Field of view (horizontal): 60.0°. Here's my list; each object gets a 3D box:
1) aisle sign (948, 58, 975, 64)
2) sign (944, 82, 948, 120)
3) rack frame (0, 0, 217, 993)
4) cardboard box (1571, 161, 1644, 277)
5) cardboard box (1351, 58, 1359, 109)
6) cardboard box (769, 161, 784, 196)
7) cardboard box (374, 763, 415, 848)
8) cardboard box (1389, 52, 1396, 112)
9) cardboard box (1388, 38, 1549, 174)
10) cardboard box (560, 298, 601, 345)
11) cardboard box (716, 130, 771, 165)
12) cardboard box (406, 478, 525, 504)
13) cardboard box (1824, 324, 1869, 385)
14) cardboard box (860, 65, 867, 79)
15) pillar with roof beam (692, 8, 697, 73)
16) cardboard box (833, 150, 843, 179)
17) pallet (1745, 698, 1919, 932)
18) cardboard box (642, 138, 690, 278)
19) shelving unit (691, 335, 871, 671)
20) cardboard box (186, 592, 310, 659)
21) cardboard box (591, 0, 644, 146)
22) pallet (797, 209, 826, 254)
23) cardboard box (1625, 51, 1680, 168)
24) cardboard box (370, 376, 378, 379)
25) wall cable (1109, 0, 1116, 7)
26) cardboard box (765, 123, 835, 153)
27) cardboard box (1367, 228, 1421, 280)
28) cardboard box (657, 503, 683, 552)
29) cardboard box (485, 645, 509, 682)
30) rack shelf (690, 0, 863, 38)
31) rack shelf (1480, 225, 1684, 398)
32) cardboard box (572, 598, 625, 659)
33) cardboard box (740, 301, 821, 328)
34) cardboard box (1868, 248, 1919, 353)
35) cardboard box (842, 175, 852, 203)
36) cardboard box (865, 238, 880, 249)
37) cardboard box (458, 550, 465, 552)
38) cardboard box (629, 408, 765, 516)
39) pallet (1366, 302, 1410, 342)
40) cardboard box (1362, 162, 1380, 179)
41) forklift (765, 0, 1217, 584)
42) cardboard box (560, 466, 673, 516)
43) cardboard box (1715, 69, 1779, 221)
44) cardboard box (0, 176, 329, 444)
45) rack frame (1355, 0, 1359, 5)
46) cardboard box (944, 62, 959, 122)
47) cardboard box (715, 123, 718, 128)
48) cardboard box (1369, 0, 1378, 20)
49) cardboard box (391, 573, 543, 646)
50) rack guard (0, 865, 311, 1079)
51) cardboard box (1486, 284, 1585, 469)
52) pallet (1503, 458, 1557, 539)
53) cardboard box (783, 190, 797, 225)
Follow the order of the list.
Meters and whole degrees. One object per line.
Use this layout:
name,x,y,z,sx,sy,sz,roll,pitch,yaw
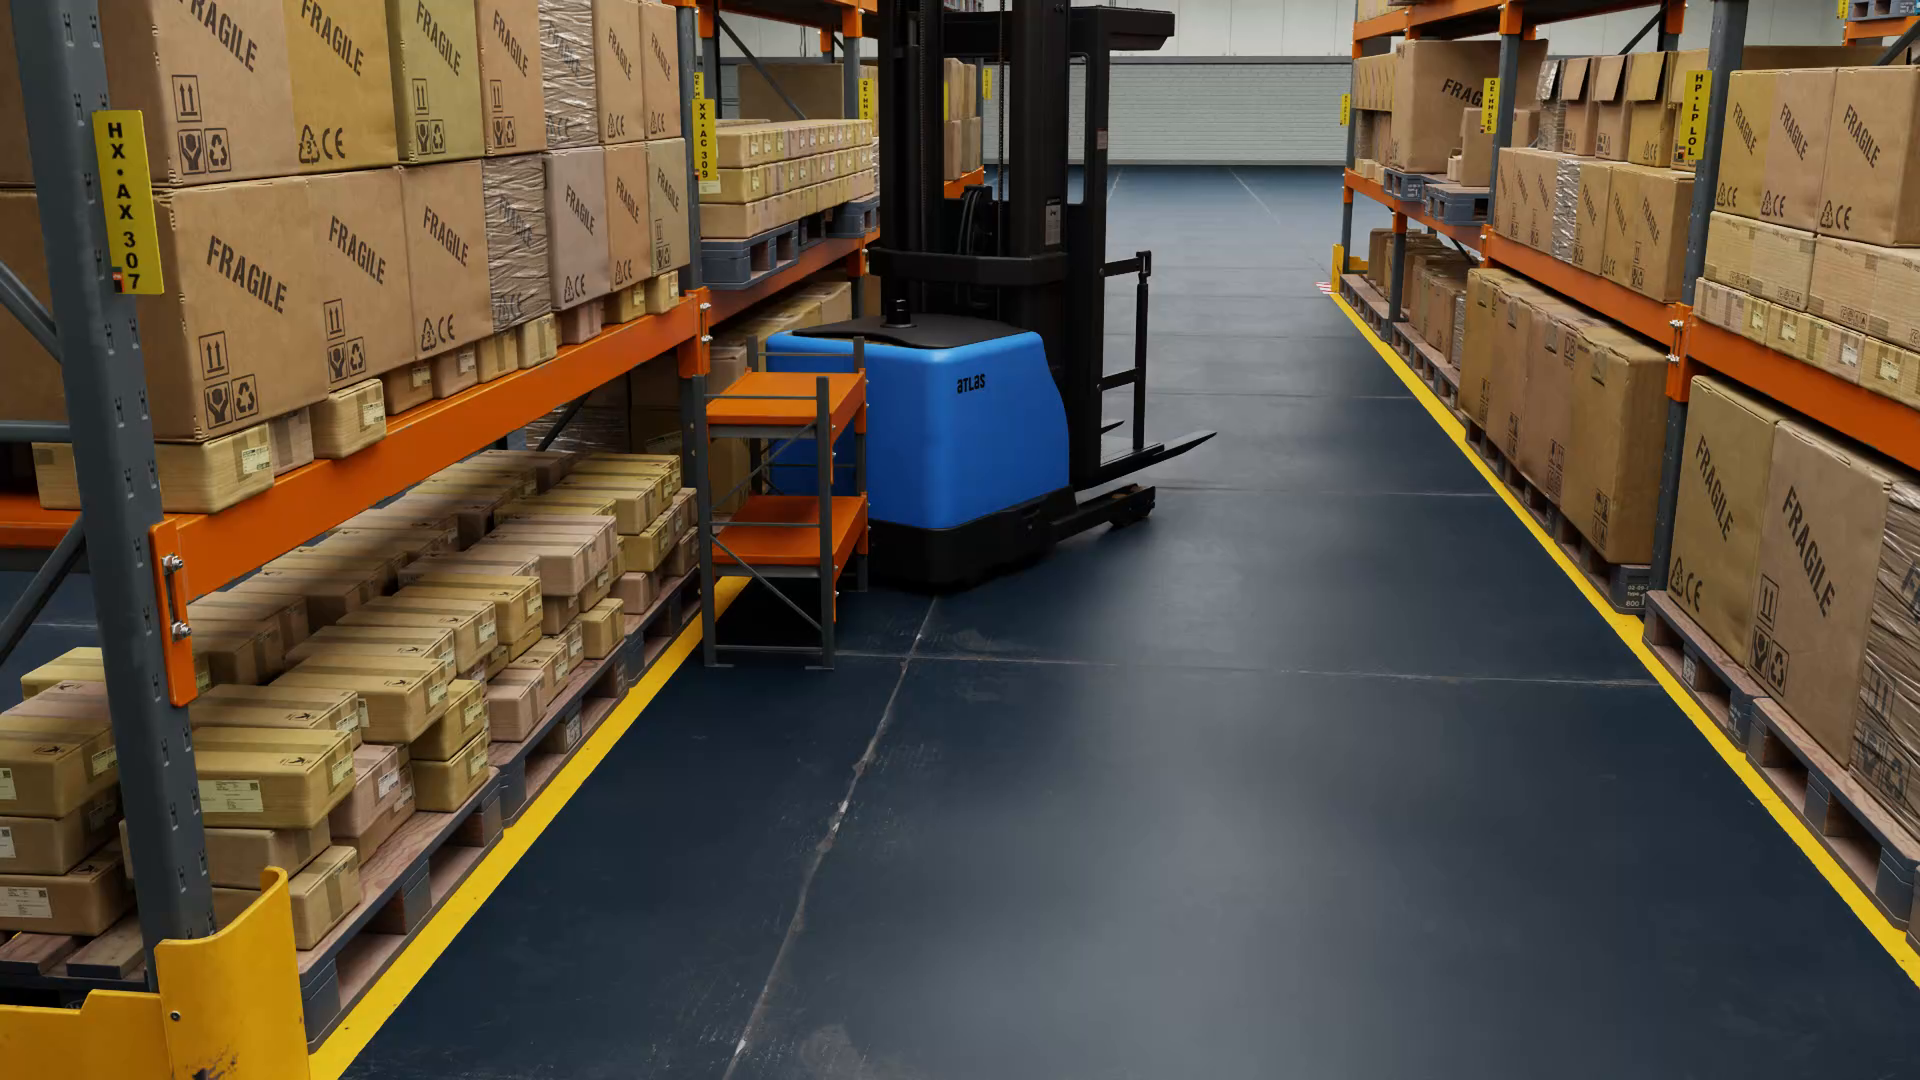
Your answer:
aisle sign,0.065,-5.621,18.222,0.394,0.787,0.004,2,15,6
sign,-0.152,-3.826,14.499,0.100,0.325,0.005,2,15,6
rack frame,-2.044,-0.207,3.179,0.949,2.616,0.053,2,15,6
cardboard box,3.218,-1.513,7.820,0.500,0.500,0.500,2,15,6
cardboard box,4.343,-4.724,17.209,0.500,0.500,0.500,2,15,6
cardboard box,-1.038,-1.692,7.780,0.380,0.149,0.250,2,15,8
cardboard box,-1.700,0.706,4.463,0.380,0.149,0.250,2,15,7
cardboard box,4.001,-3.946,14.332,0.500,0.500,0.500,2,15,6
cardboard box,3.995,-3.437,13.172,1.000,1.000,1.000,2,15,7
cardboard box,-1.460,-0.767,5.732,0.380,0.149,0.250,1,15,4
cardboard box,-1.069,-1.774,7.512,0.380,0.149,0.250,2,15,8
cardboard box,-1.910,-0.138,6.442,0.380,0.149,0.250,1,15,5
cardboard box,2.812,-0.547,4.921,0.380,0.149,0.250,2,15,7
cardboard box,-1.028,-3.060,11.624,0.700,0.500,0.500,1,15,5
pillar with roof beam,-3.415,-15.017,46.459,9.100,9.000,0.400,2,15,6
cardboard box,-0.862,-2.098,9.281,0.380,0.149,0.250,2,15,6
pallet,3.023,0.787,4.849,1.003,0.211,1.213,2,15,6
cardboard box,-1.369,-1.302,6.470,0.500,0.500,0.500,2,15,6
shelving unit,-0.692,-0.187,6.700,0.538,1.125,1.048,1,15,4
cardboard box,-2.183,0.264,4.957,0.380,0.149,0.250,2,15,8
cardboard box,-1.433,-1.654,5.857,0.500,0.500,0.500,1,15,4
pallet,-1.327,-1.674,8.975,1.003,0.211,1.213,2,15,6
cardboard box,3.474,-1.948,7.506,0.797,0.503,0.637,2,15,7
cardboard box,-1.720,-0.366,4.252,0.380,0.149,0.250,2,15,9
wall cable,3.385,-17.227,48.116,2.305,6.003,0.169,2,15,6
cardboard box,-0.892,-2.174,8.993,0.380,0.149,0.250,2,15,9
cardboard box,4.588,-3.019,17.563,0.500,0.500,0.500,5,16,17
cardboard box,-1.333,-0.053,6.697,0.380,0.149,0.250,1,15,4
cardboard box,-1.644,0.353,5.197,0.380,0.149,0.250,2,15,9
rack shelf,-1.370,-2.863,8.637,1.077,0.370,4.000,2,15,6
rack shelf,3.547,-1.243,8.391,1.077,0.370,4.000,2,15,6
cardboard box,-1.418,0.310,5.928,0.380,0.149,0.250,2,15,6
cardboard box,-1.080,-1.192,9.371,0.500,0.250,0.500,2,15,8
cardboard box,2.831,-0.638,4.492,0.500,0.250,0.500,2,15,6
cardboard box,-0.833,-2.026,9.584,0.380,0.149,0.250,1,15,6
cardboard box,-0.786,-2.022,13.398,1.050,0.750,0.750,2,15,6
cardboard box,-1.919,0.073,6.233,0.380,0.149,0.250,1,15,3
cardboard box,-1.249,-0.424,7.968,0.500,0.500,0.500,2,15,8
pallet,4.265,-1.976,15.064,1.003,0.211,1.213,2,15,6
cardboard box,4.141,-3.610,16.246,0.380,0.149,0.250,2,15,6
forklift,0.355,-1.550,8.278,1.130,2.935,3.031,10,18,33
cardboard box,-1.366,-0.190,6.637,0.380,0.149,0.250,2,15,7
cardboard box,3.013,-1.388,5.830,0.500,0.500,0.500,2,15,6
cardboard box,-1.722,-0.507,3.528,0.500,0.500,0.500,2,15,9
rack frame,4.676,-7.080,17.106,1.000,3.000,0.127,2,15,6
cardboard box,-0.473,-4.289,15.922,0.875,0.550,0.550,2,15,6
cardboard box,-1.535,-2.195,9.070,0.380,0.149,0.250,2,15,8
cardboard box,4.252,-5.180,16.113,0.500,0.250,0.500,2,15,6
cardboard box,-1.521,0.212,5.149,0.380,0.149,0.250,2,15,7
rack guard,-2.038,0.980,3.579,1.175,0.500,0.348,2,15,6
cardboard box,3.566,-0.877,8.924,1.225,0.875,0.875,2,15,6
pallet,3.469,-0.245,8.665,1.003,0.211,1.213,2,15,6
cardboard box,-1.007,-1.616,8.069,0.380,0.149,0.250,2,15,7
